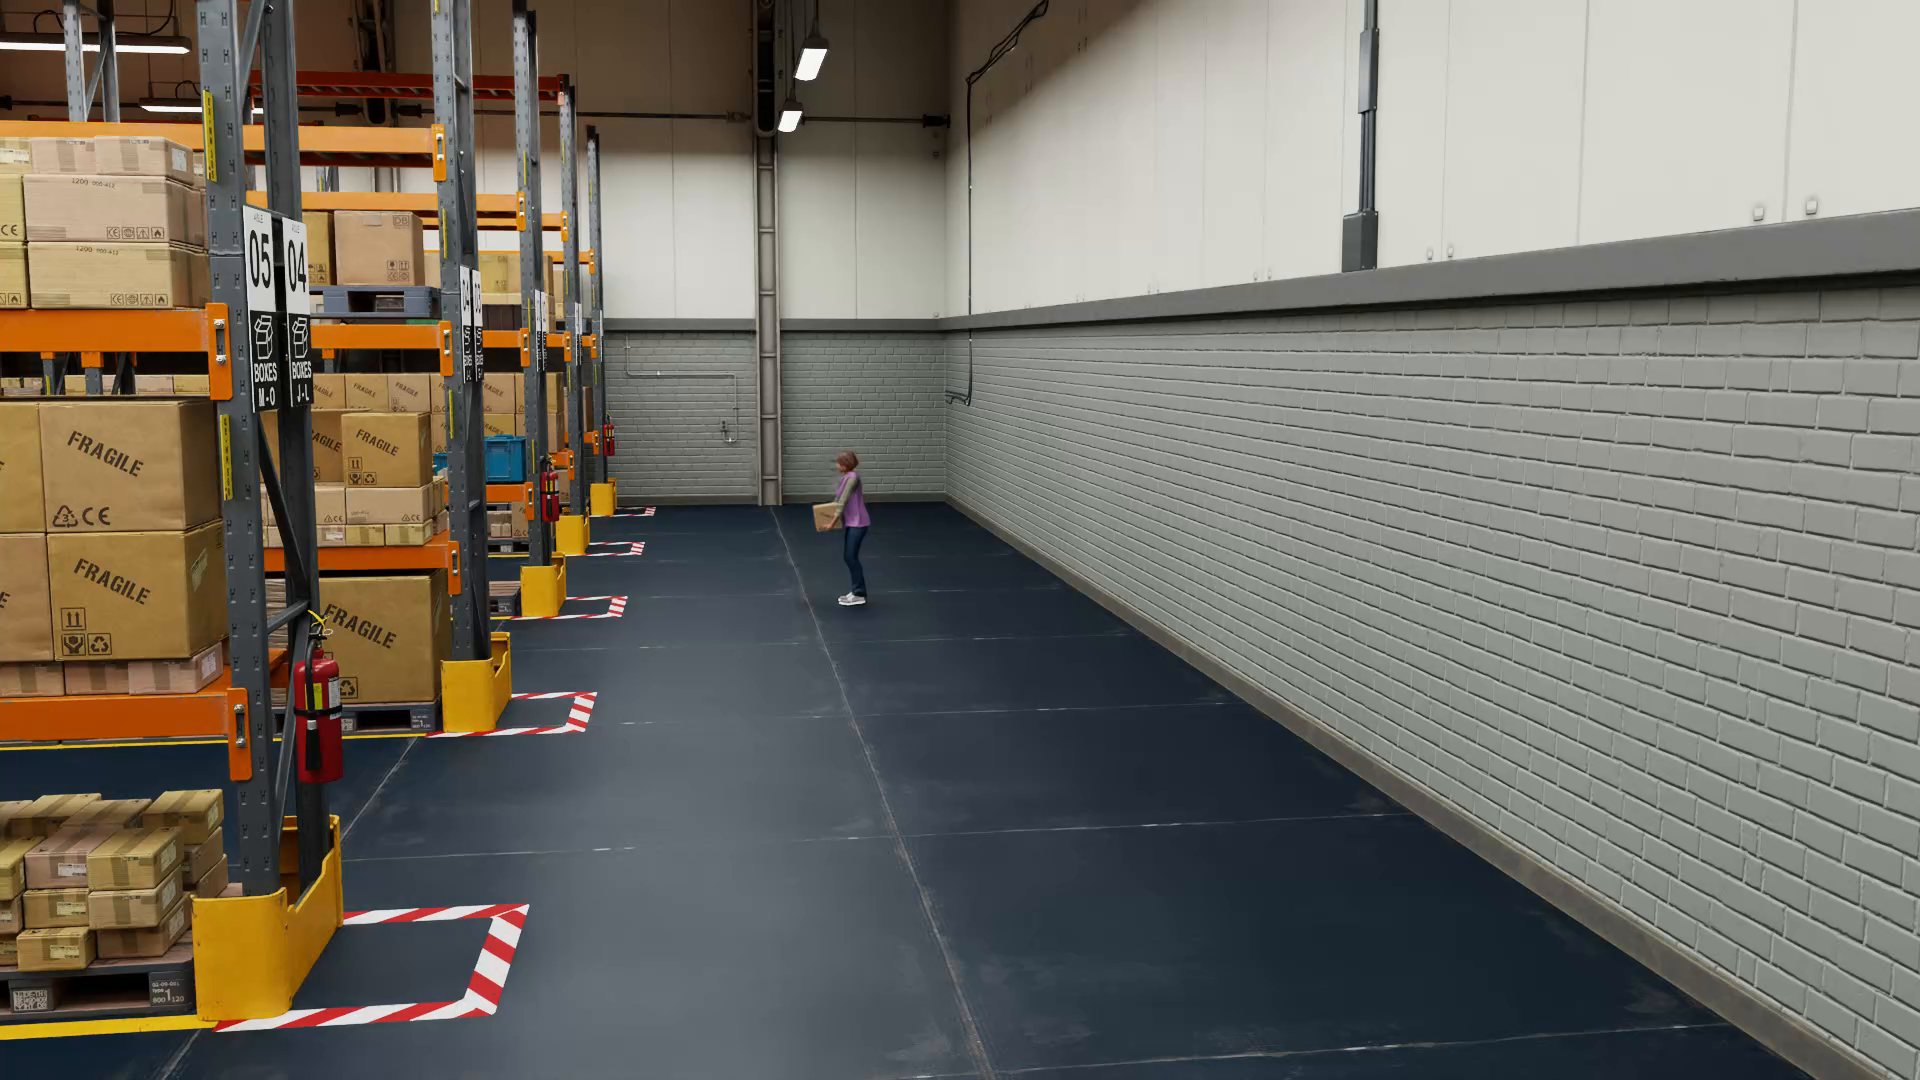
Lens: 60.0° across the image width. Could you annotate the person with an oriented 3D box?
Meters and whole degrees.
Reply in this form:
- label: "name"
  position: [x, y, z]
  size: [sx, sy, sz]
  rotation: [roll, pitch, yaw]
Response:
- label: "person"
  position: [-3.275, -1.466, 21.659]
  size: [3.070, 3.199, 10.212]
  rotation: [-1, 7, -10]
